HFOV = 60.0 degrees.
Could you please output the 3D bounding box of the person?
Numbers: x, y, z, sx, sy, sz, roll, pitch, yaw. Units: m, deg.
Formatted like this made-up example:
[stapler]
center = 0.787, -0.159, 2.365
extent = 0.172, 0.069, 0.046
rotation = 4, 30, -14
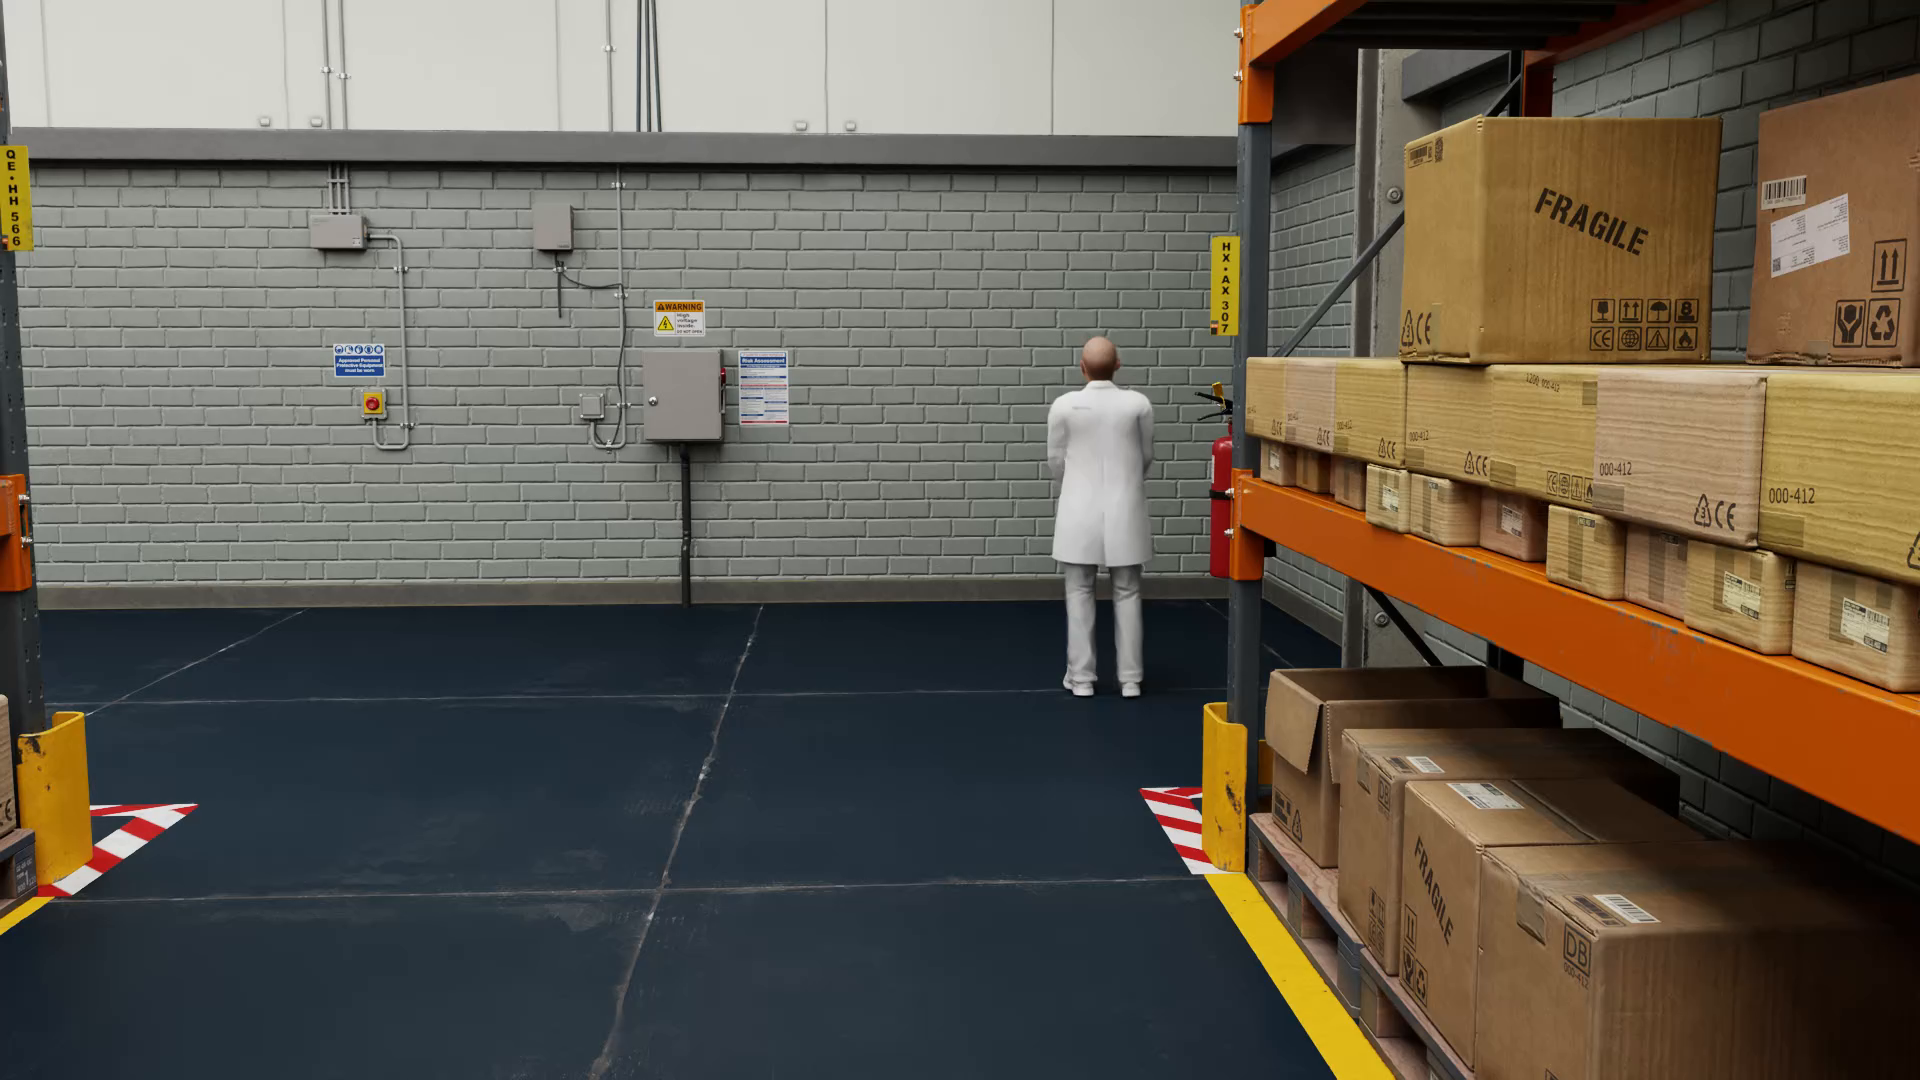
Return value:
[person]
center = 0.708, -0.123, 8.328
extent = 0.538, 1.778, 0.553
rotation = 0, 7, 3
